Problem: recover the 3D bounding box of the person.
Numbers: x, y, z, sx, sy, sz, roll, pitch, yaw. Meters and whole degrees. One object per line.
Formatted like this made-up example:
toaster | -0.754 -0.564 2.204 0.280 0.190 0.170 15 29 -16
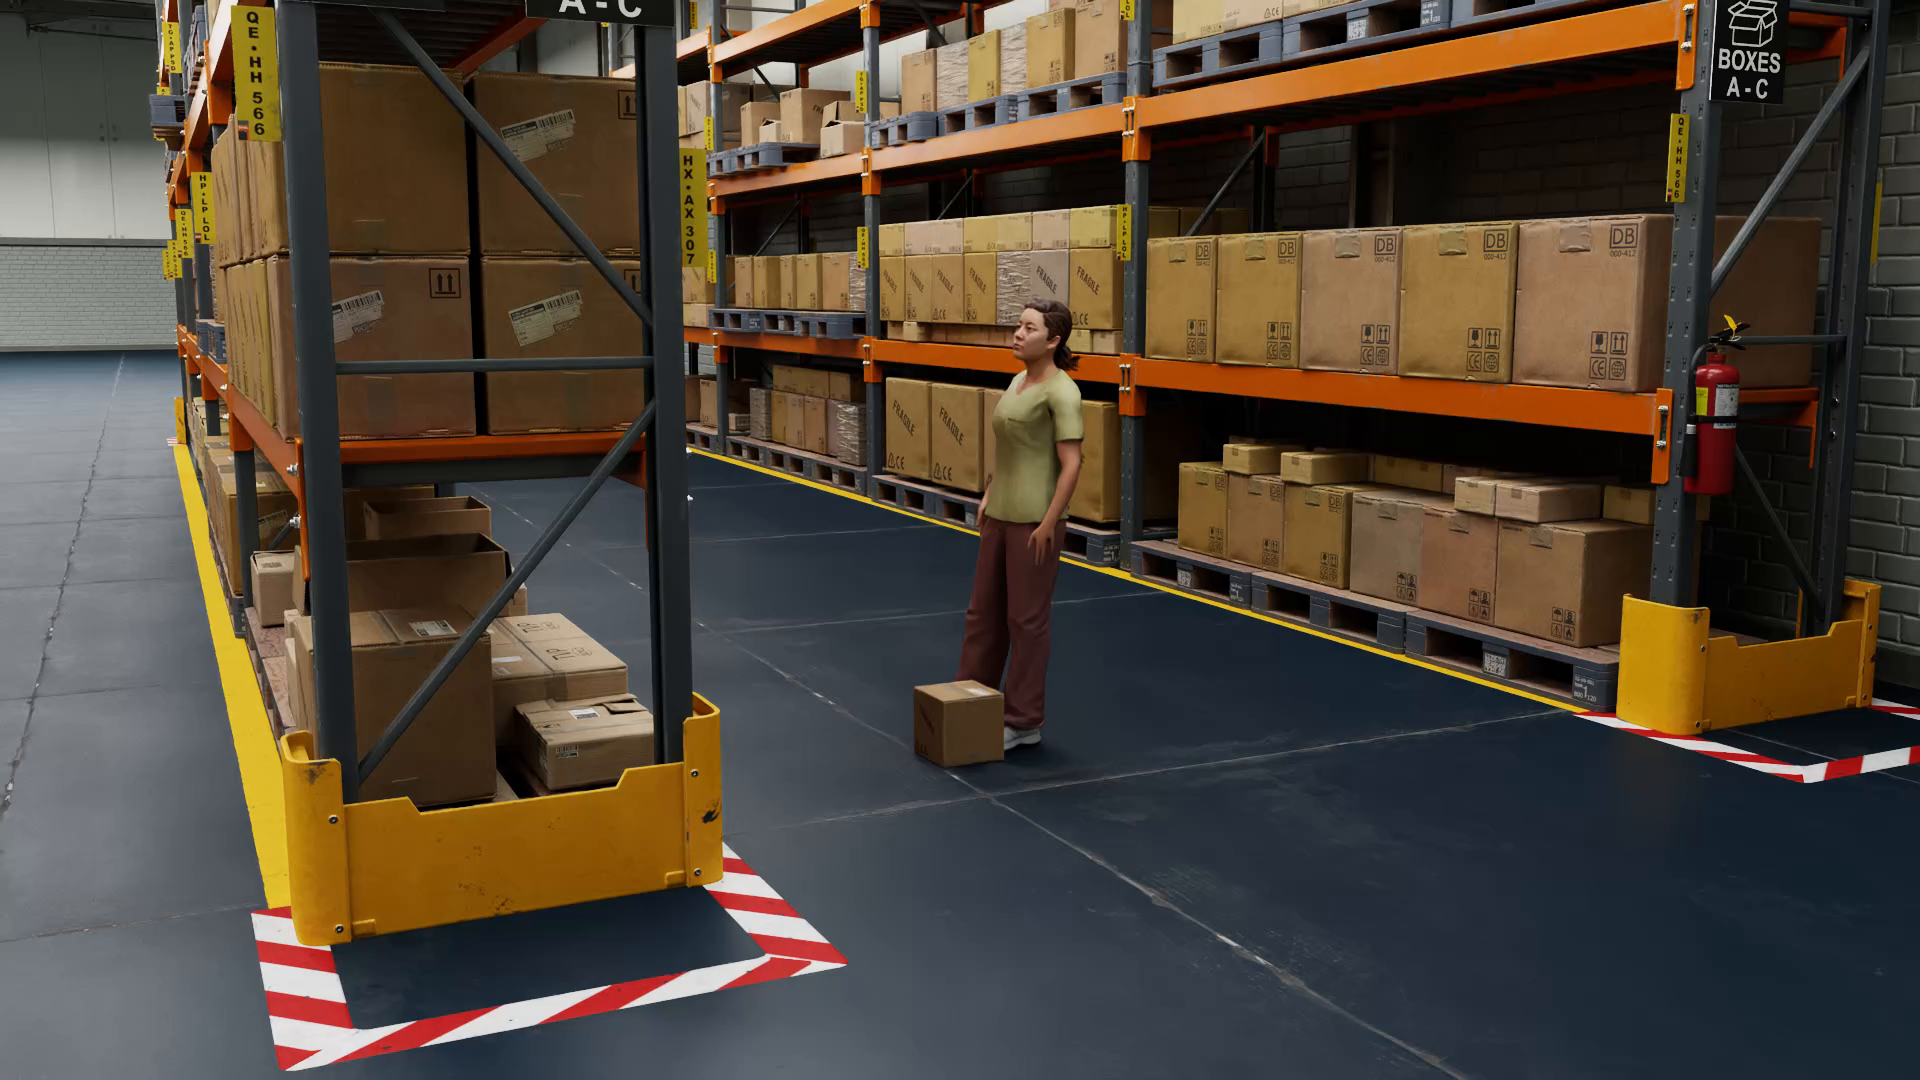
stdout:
person | 0.176 -0.055 6.153 0.549 1.674 0.551 -4 10 -26
